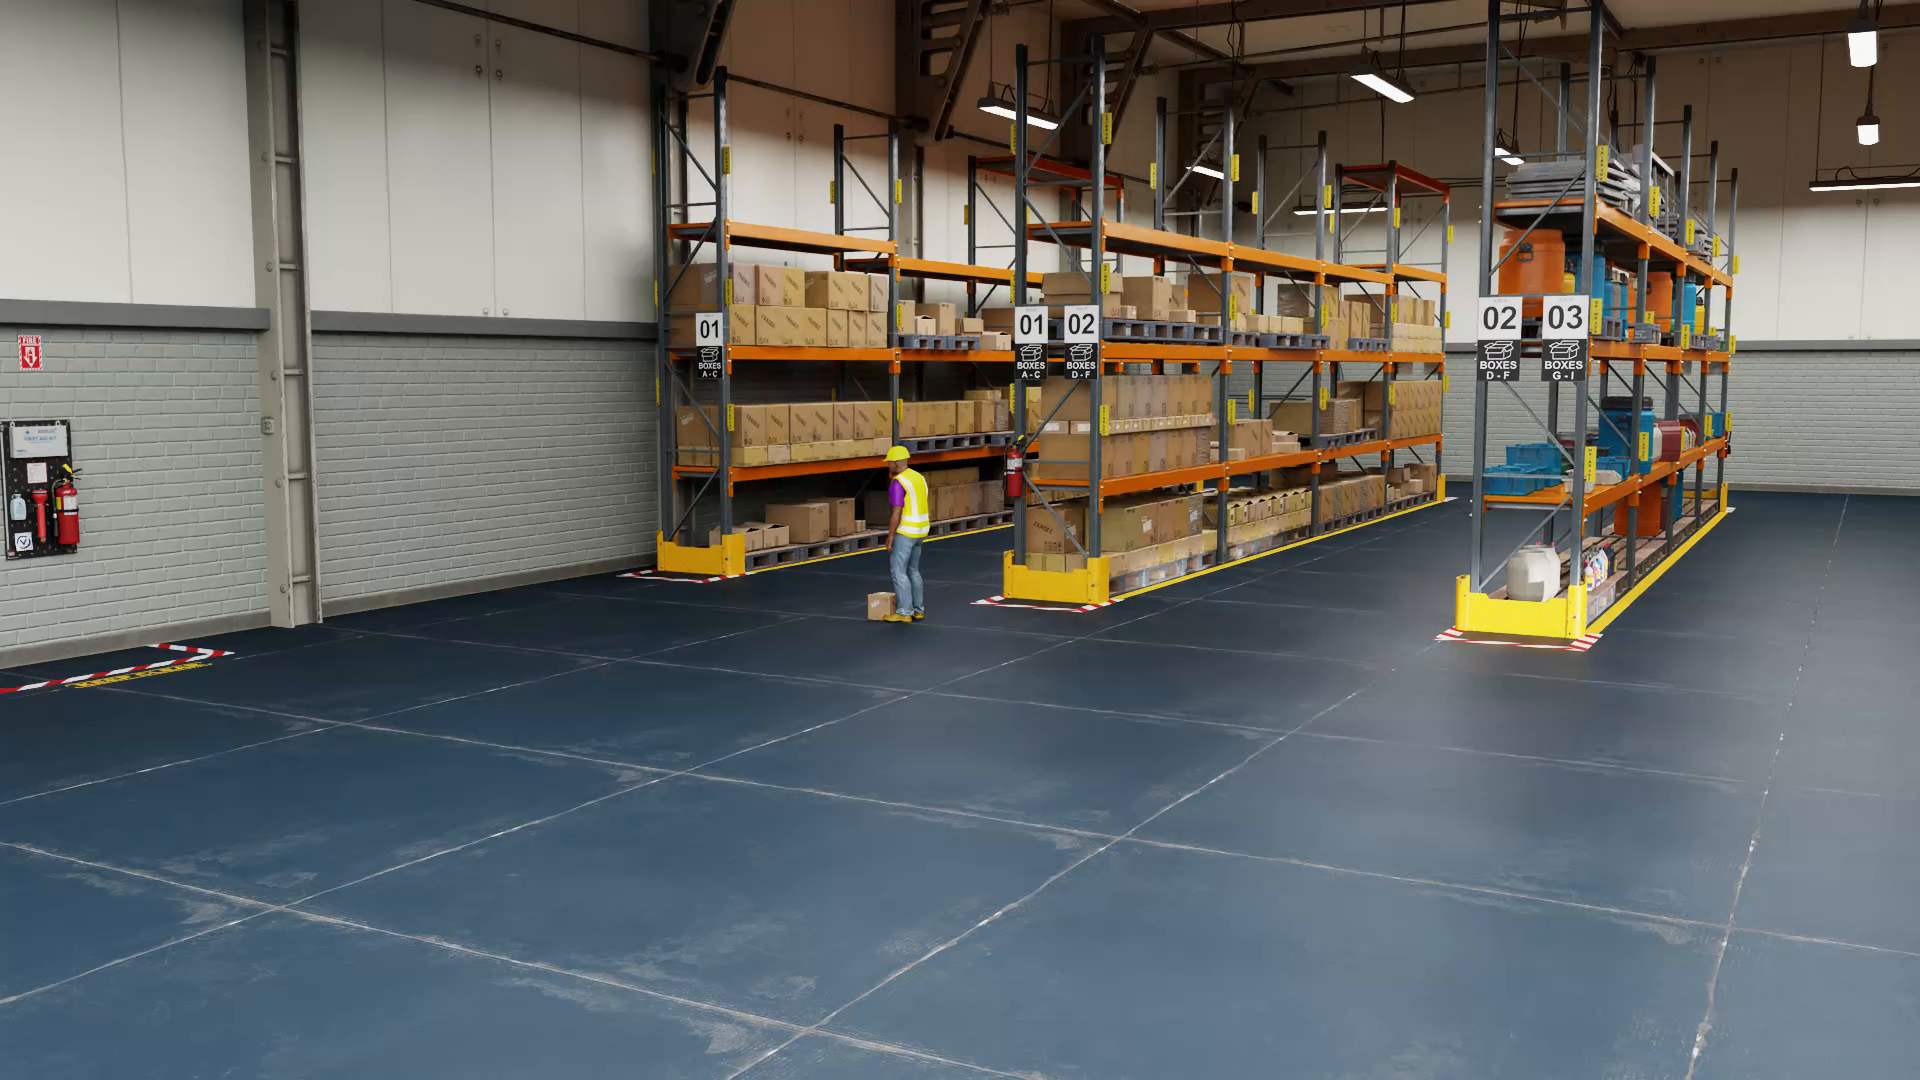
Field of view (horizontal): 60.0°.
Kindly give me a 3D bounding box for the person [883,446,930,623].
[{"bbox_3d":[-0.553,-0.066,16.698,0.458,1.759,0.625,3,7,27],"label":"person"}]
